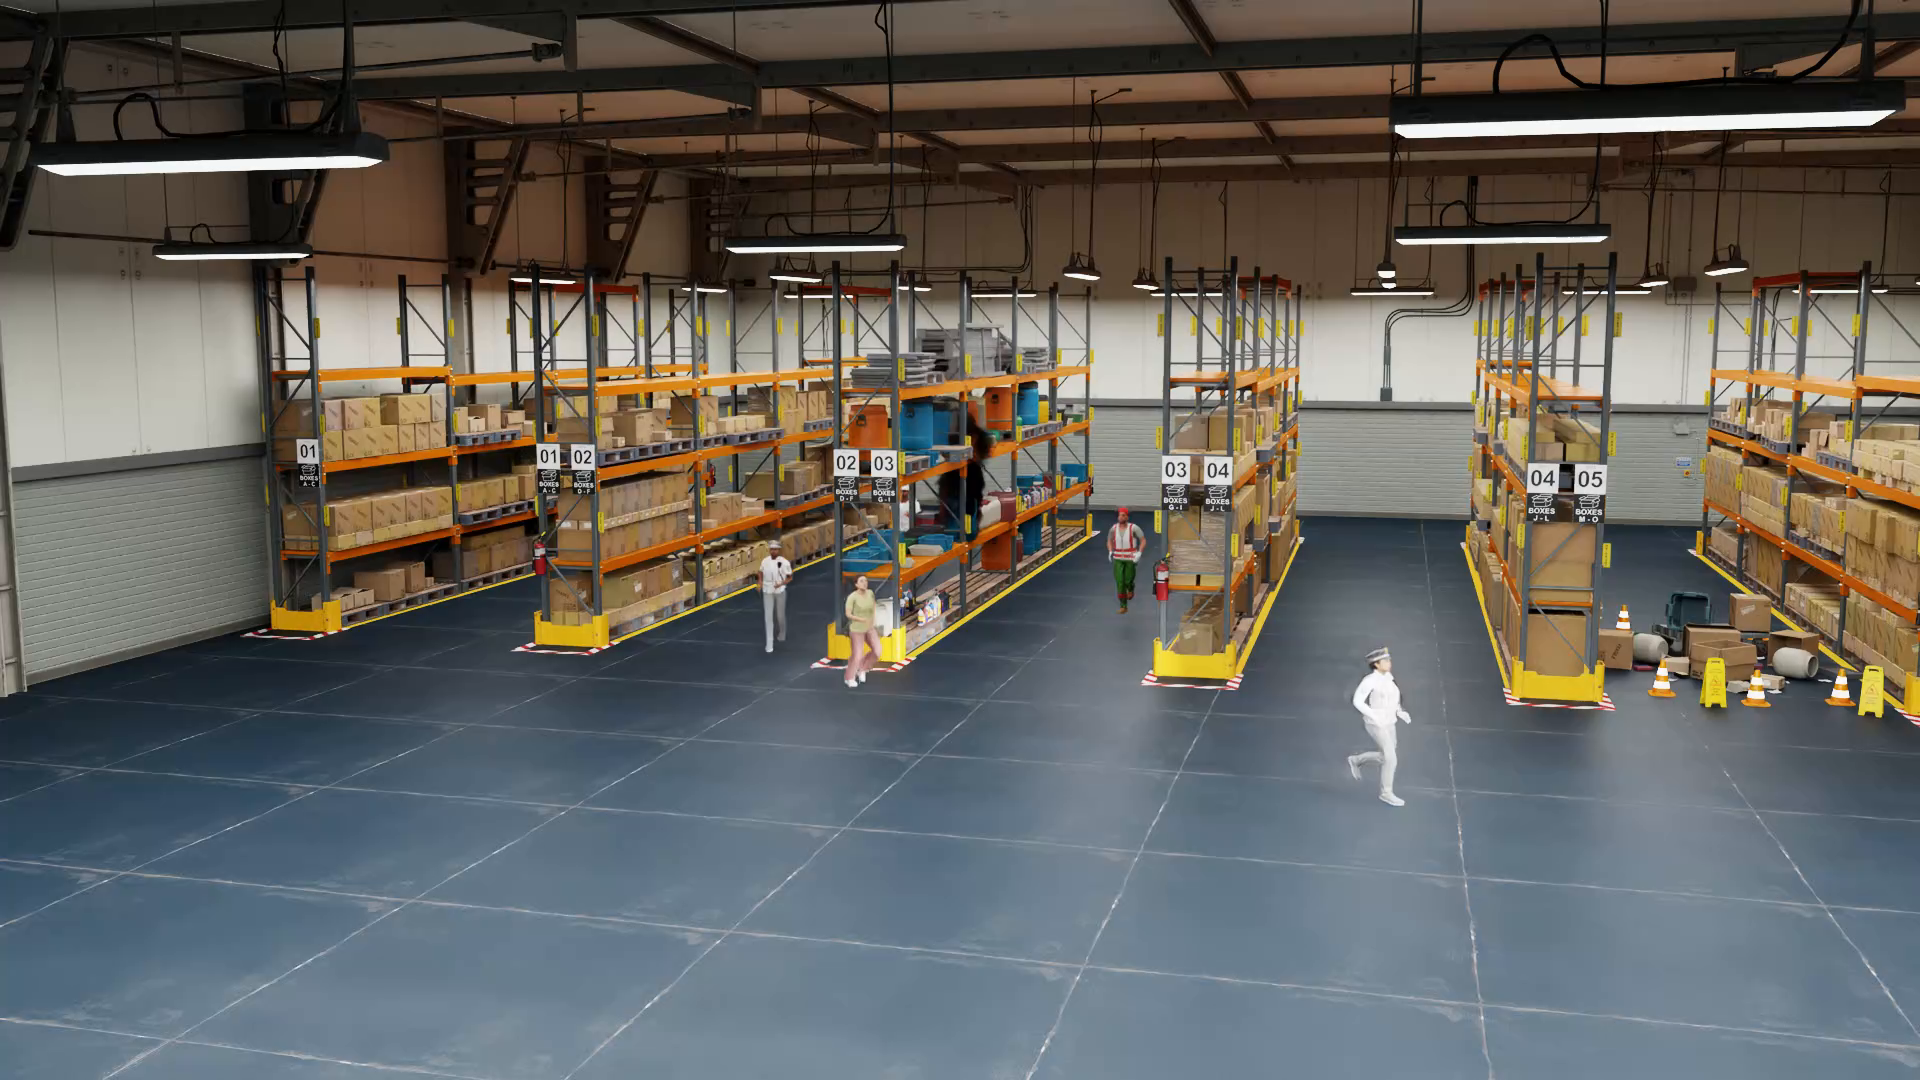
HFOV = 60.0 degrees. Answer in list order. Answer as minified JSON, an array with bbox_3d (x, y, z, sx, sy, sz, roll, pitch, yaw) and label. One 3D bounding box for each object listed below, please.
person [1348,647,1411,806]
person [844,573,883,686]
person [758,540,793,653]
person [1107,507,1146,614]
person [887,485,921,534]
[{"bbox_3d":[4.446,1.959,17.680,0.649,1.677,0.618,7,10,43],"label":"person"},{"bbox_3d":[-1.347,1.259,23.170,0.600,1.623,0.718,-5,9,-34],"label":"person"},{"bbox_3d":[-2.908,0.846,26.135,0.585,1.721,0.845,0,7,3],"label":"person"},{"bbox_3d":[2.767,0.329,27.756,0.657,1.772,0.674,3,8,20],"label":"person"},{"bbox_3d":[-1.078,-0.175,31.828,0.700,1.798,0.944,1,7,10],"label":"person"}]
